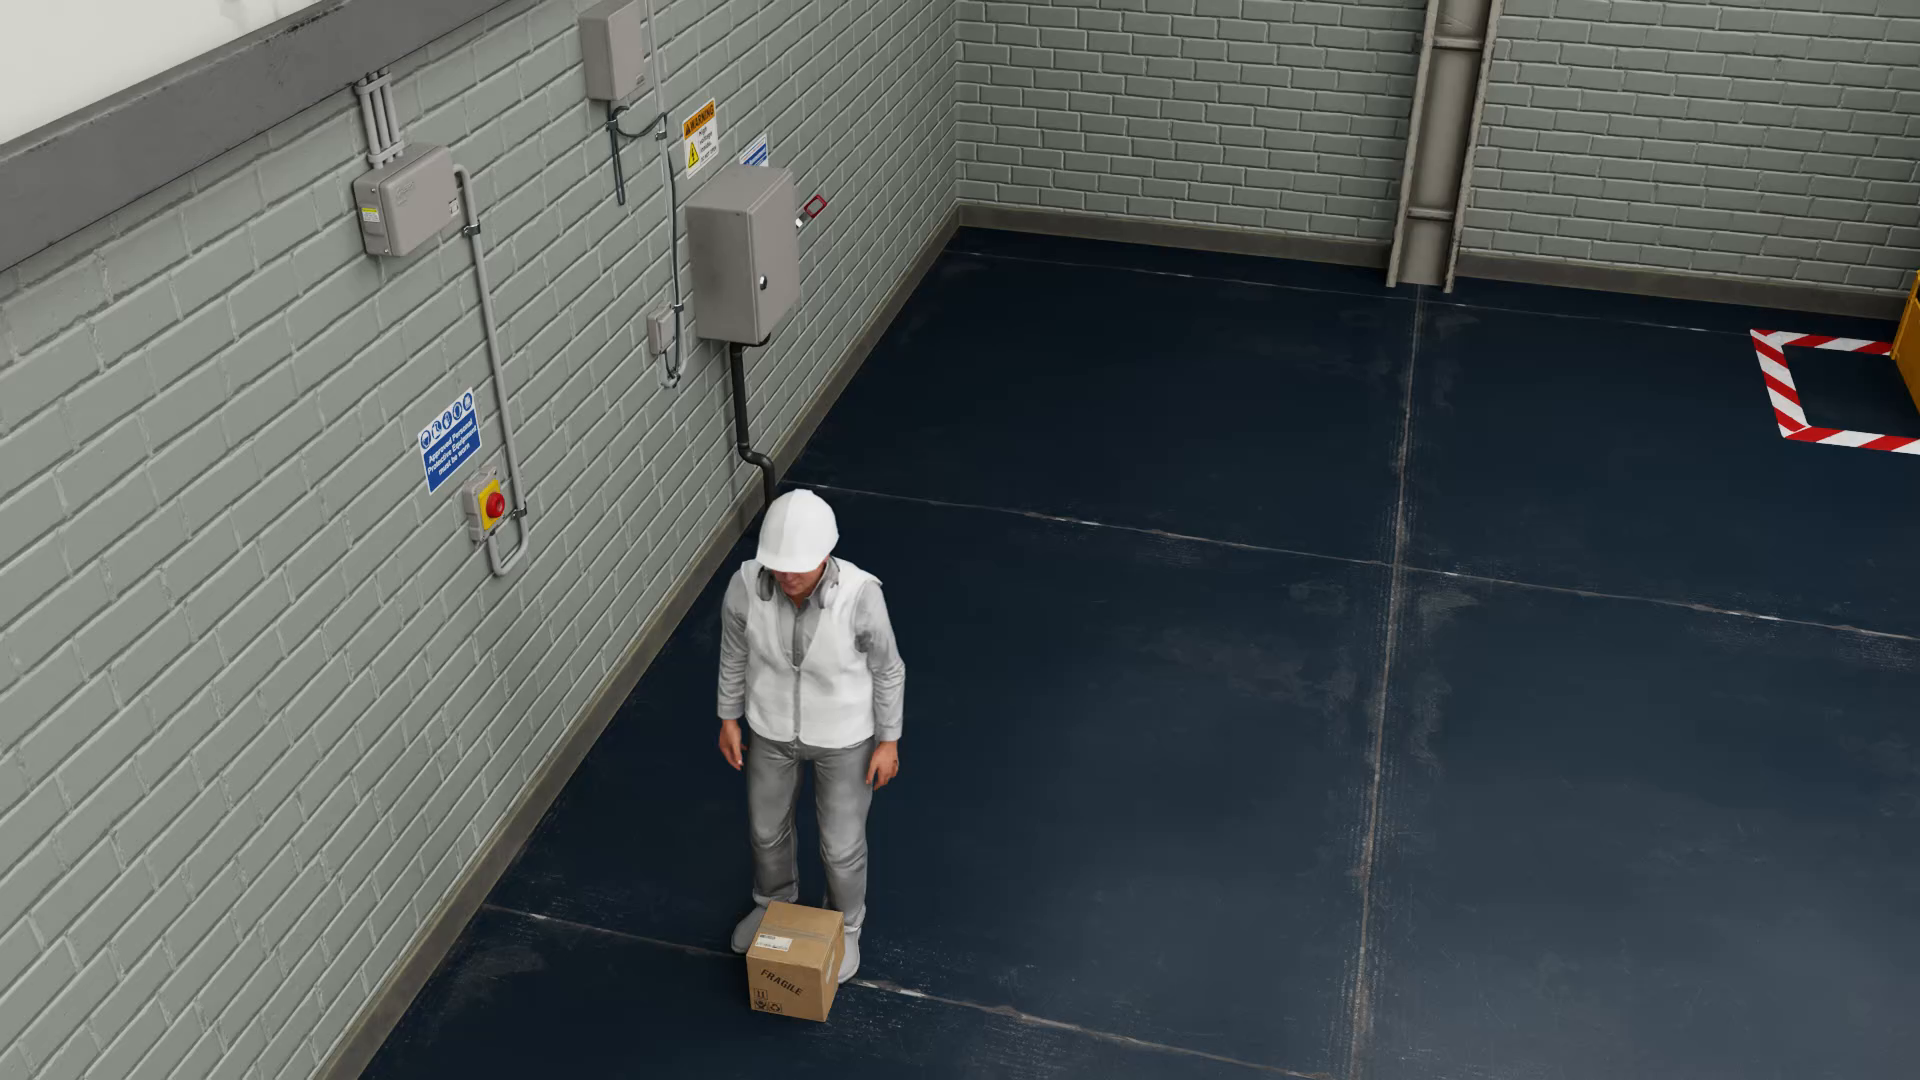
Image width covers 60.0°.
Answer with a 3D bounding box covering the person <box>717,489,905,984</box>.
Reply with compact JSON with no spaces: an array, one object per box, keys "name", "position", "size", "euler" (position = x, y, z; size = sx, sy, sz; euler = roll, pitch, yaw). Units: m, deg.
[{"name":"person","position":[-0.464,0.591,5.189],"size":[0.590,1.772,0.464],"euler":[7,33,11]}]
